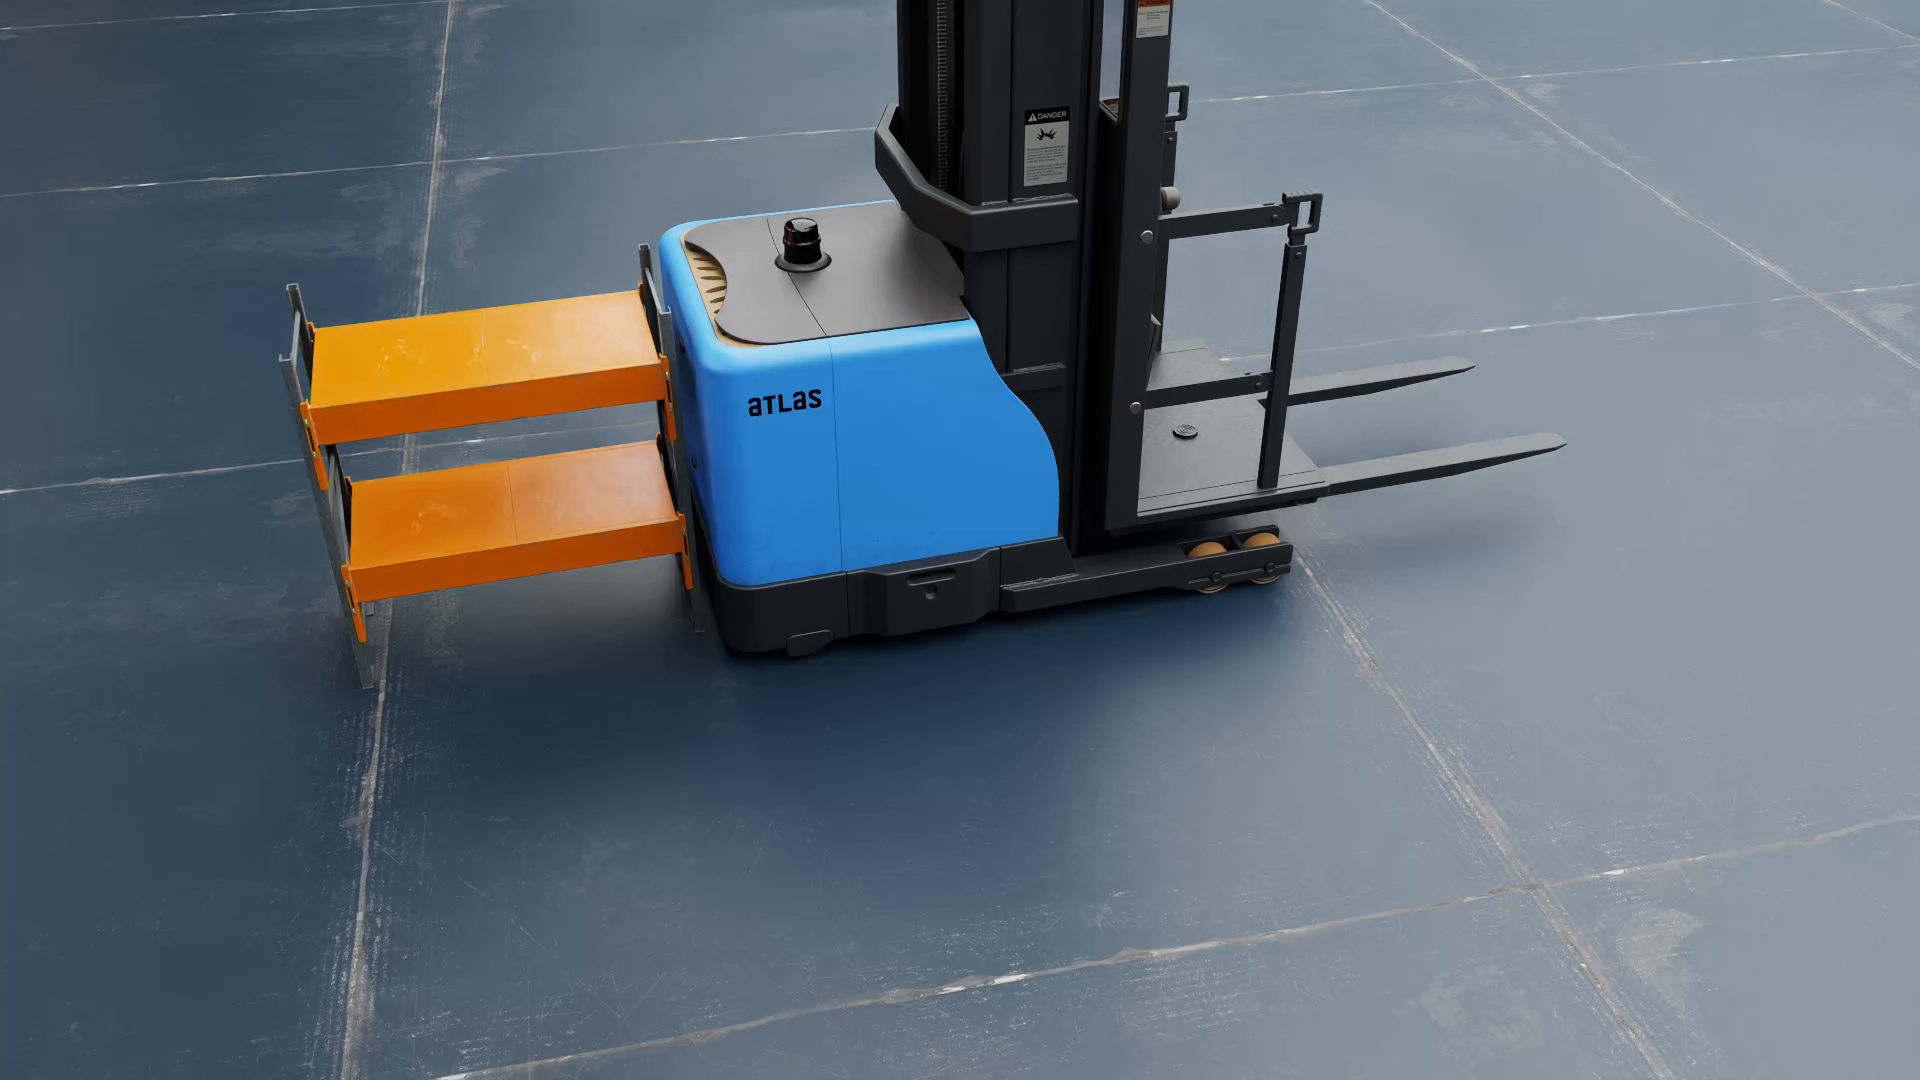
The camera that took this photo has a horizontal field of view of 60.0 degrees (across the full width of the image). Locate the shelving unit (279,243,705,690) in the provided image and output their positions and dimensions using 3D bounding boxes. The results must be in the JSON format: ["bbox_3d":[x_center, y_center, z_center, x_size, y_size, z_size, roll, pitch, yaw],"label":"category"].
[{"bbox_3d":[-1.386,-0.225,5.076,1.048,1.125,0.538,-9,35,-13],"label":"shelving unit"}]

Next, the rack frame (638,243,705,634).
[{"bbox_3d":[-0.898,-0.304,5.194,0.032,1.125,0.500,-9,35,-13],"label":"rack frame"}]

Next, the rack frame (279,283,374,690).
[{"bbox_3d":[-1.874,-0.146,4.958,0.032,1.125,0.500,-9,35,-13],"label":"rack frame"}]

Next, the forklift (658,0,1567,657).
[{"bbox_3d":[0.597,-1.315,5.079,3.031,2.935,1.130,-9,35,-14],"label":"forklift"}]

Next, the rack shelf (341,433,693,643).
[{"bbox_3d":[-1.386,-0.022,5.212,1.000,0.278,0.538,-9,35,-13],"label":"rack shelf"}]

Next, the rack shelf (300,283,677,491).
[{"bbox_3d":[-1.386,-0.468,4.913,1.000,0.278,0.538,-9,35,-13],"label":"rack shelf"}]
